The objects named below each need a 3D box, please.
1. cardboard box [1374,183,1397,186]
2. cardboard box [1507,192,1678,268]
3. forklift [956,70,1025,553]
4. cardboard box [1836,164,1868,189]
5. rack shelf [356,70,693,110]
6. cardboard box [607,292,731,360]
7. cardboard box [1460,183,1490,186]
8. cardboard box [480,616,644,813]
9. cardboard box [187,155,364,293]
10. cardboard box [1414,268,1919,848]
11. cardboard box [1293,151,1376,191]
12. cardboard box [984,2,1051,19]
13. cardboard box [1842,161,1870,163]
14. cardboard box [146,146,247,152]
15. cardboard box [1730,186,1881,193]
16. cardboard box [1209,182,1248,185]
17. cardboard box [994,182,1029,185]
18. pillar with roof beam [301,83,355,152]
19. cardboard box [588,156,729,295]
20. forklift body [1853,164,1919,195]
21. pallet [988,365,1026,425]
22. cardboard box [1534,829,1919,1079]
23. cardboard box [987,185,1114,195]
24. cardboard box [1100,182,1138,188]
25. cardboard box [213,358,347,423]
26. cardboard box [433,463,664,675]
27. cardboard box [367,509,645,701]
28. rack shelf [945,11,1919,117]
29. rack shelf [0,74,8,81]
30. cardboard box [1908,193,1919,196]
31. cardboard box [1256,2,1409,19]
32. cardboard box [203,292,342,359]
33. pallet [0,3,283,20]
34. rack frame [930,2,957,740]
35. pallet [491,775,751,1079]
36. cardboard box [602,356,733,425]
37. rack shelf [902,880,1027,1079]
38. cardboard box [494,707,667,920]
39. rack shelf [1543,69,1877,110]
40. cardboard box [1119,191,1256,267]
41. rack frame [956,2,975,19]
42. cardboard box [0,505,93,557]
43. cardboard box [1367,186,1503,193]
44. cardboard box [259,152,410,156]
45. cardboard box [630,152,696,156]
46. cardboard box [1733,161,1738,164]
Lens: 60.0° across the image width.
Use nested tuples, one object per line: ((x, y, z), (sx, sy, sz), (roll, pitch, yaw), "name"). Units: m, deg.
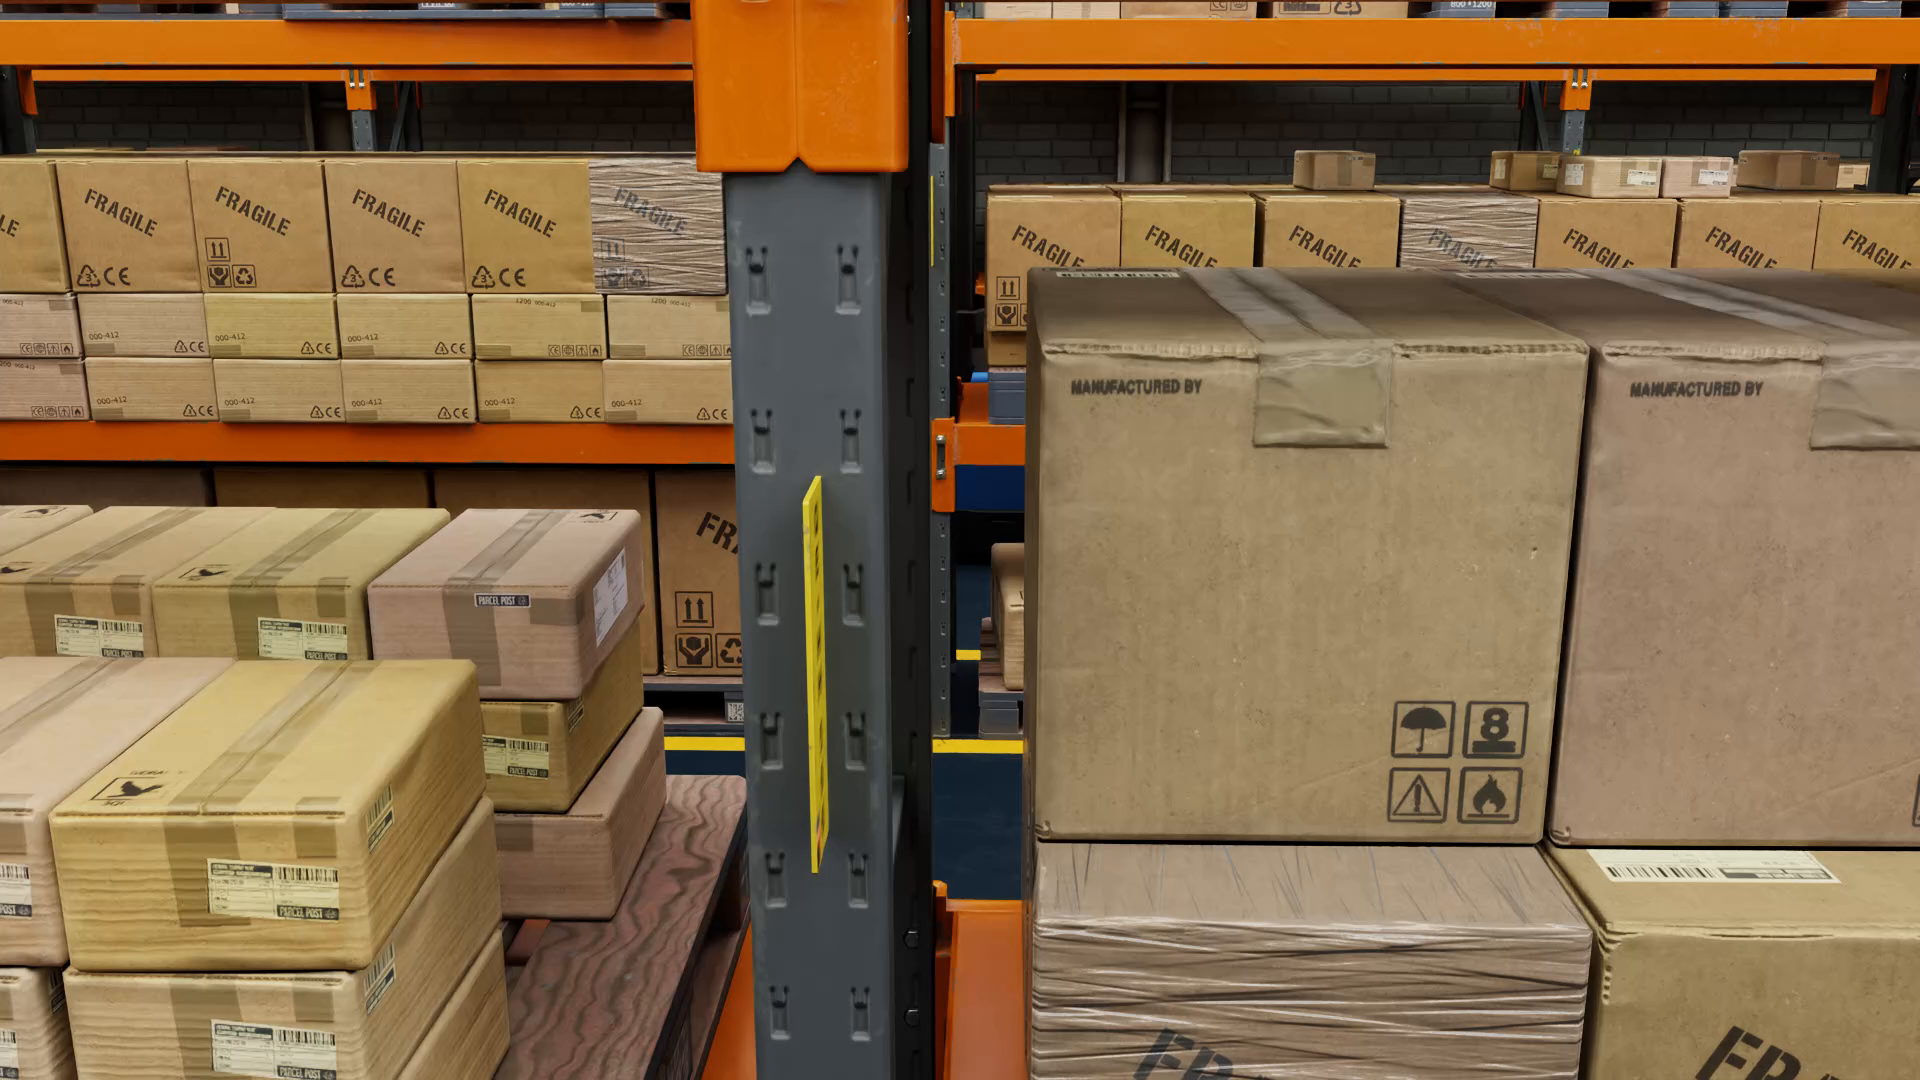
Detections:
((2.912, -2.438, 11.733), (0.250, 0.149, 0.380), (0, 15, 1), "cardboard box")
((2.428, -1.087, 6.479), (0.500, 0.500, 0.500), (1, 15, 3), "cardboard box")
((-0.630, -1.422, 9.485), (3.031, 2.935, 1.130), (0, 15, 2), "forklift")
((5.881, -2.449, 11.190), (0.250, 0.149, 0.380), (0, 15, 2), "cardboard box")
((-1.968, -3.147, 11.420), (4.000, 0.370, 1.077), (0, 15, 1), "rack shelf")
((-1.095, -0.876, 6.594), (0.500, 0.250, 0.500), (0, 15, 0), "cardboard box")
((3.684, -2.425, 11.683), (0.250, 0.149, 0.380), (0, 15, 0), "cardboard box")
((-0.595, 0.217, 2.222), (0.250, 0.149, 0.380), (1, 15, 4), "cardboard box")
((-2.647, -1.247, 6.532), (0.500, 0.500, 0.500), (0, 15, 0), "cardboard box")
((0.837, -0.026, 1.904), (0.500, 0.500, 0.700), (0, 15, 1), "cardboard box")
((1.551, -1.536, 6.908), (0.250, 0.149, 0.380), (0, 15, -1), "cardboard box")
((0.219, -2.049, 6.340), (0.250, 0.149, 0.380), (0, 15, 1), "cardboard box")
((6.402, -2.578, 11.681), (0.250, 0.149, 0.380), (0, 15, 0), "cardboard box")
((-5.449, -2.569, 11.939), (0.500, 0.500, 0.500), (0, 15, 0), "cardboard box")
((3.446, -1.211, 6.949), (0.500, 0.500, 0.500), (1, 15, 3), "cardboard box")
((1.897, -2.438, 11.734), (0.250, 0.149, 0.380), (1, 15, 3), "cardboard box")
((0.362, -2.443, 11.753), (0.250, 0.149, 0.380), (1, 15, 3), "cardboard box")
((-4.750, -4.095, 7.722), (0.400, 9.000, 9.100), (0, 15, 1), "pillar with roof beam")
((-1.128, -1.236, 6.487), (0.500, 0.500, 0.500), (1, 15, 2), "cardboard box")
((6.086, -1.116, 9.855), (1.214, 2.155, 2.313), (0, 15, 1), "forklift body")
((0.623, -0.696, 6.973), (1.003, 0.211, 1.213), (0, 15, 1), "pallet")
((0.833, 0.523, 1.781), (0.500, 0.500, 0.500), (0, 15, 1), "cardboard box")
((0.370, -1.229, 7.016), (0.500, 0.500, 0.500), (0, 15, 0), "cardboard box")
((1.131, -2.469, 11.851), (0.250, 0.149, 0.380), (0, 15, 0), "cardboard box")
((-2.628, -0.639, 6.676), (0.500, 0.250, 0.500), (0, 15, 1), "cardboard box")
((-1.672, 0.026, 7.204), (0.875, 0.875, 0.875), (1, 15, 2), "cardboard box")
((-0.579, 0.075, 2.177), (0.250, 0.149, 0.380), (0, 15, 2), "cardboard box")
((1.908, -1.855, 6.523), (4.000, 0.370, 1.077), (0, 15, 1), "rack shelf")
((-6.090, -1.908, 6.720), (4.000, 0.370, 1.077), (0, 15, 1), "rack shelf")
((6.392, -2.275, 11.114), (0.250, 0.149, 0.380), (0, 15, 2), "cardboard box")
((1.434, -2.264, 6.457), (0.637, 0.503, 0.797), (0, 15, 1), "cardboard box")
((-2.632, -0.880, 6.610), (0.500, 0.250, 0.500), (1, 15, 2), "cardboard box")
((-3.173, -2.156, 6.629), (1.217, 0.209, 0.805), (0, 15, -1), "pallet")
((-0.092, -0.766, 6.863), (0.127, 3.000, 1.000), (0, 15, 1), "rack frame")
((-0.832, 0.612, 2.015), (1.003, 0.211, 1.213), (0, 15, 1), "pallet")
((-1.115, -0.630, 6.641), (0.500, 0.250, 0.500), (1, 15, 2), "cardboard box")
((1.882, 0.858, 2.118), (4.000, 0.370, 1.077), (0, 15, 1), "rack shelf")
((-0.559, 0.361, 2.260), (0.250, 0.149, 0.380), (0, 15, 1), "cardboard box")
((6.029, -3.095, 11.222), (4.000, 0.370, 1.077), (0, 15, 1), "rack shelf")
((0.873, -1.098, 6.518), (0.500, 0.500, 0.500), (1, 15, 4), "cardboard box")
((0.031, -4.933, 10.896), (0.127, 3.000, 1.000), (0, 15, 1), "rack frame")
((-1.353, 0.070, 2.199), (0.250, 0.149, 0.380), (0, 15, -1), "cardboard box")
((1.937, -1.222, 6.988), (0.500, 0.500, 0.500), (0, 15, -1), "cardboard box")
((-2.614, -1.375, 7.016), (0.500, 0.500, 0.500), (1, 15, 3), "cardboard box")
((-1.075, -1.364, 6.974), (0.500, 0.500, 0.500), (0, 15, 2), "cardboard box")
((5.382, -2.584, 11.702), (0.250, 0.149, 0.380), (0, 15, 1), "cardboard box")
